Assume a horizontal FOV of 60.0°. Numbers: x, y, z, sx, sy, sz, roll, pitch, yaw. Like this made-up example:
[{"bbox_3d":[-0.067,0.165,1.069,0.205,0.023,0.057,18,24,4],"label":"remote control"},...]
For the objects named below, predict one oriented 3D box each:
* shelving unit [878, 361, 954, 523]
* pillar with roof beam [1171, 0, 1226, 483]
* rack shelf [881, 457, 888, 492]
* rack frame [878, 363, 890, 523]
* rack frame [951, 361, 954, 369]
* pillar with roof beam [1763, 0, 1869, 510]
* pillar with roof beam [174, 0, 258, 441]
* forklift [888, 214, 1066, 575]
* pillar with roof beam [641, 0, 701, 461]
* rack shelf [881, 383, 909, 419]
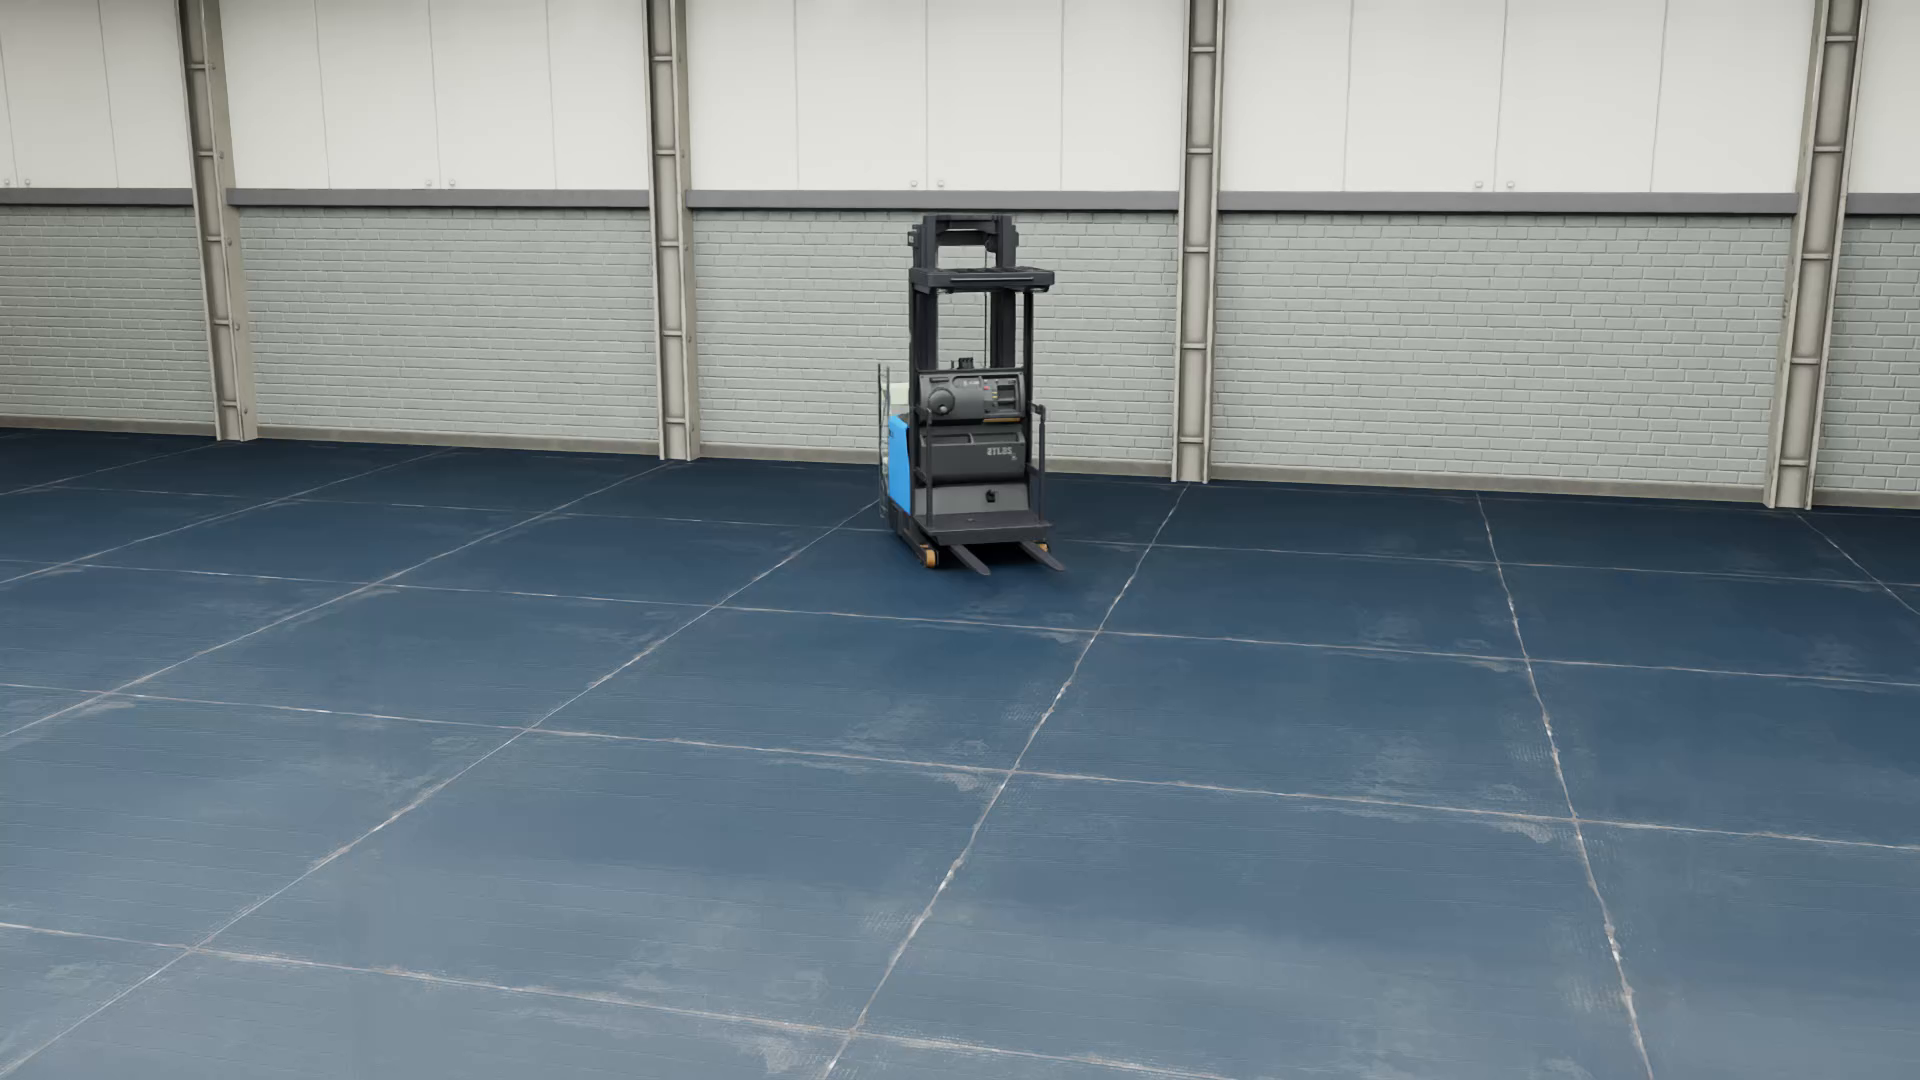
[{"bbox_3d":[-0.373,-0.953,16.059,0.755,1.500,0.431,-4,12,-16],"label":"shelving unit"},{"bbox_3d":[1.496,-4.144,13.153,0.400,9.000,9.100,3,13,14],"label":"pillar with roof beam"},{"bbox_3d":[-0.371,-0.633,16.123,0.720,0.370,0.431,-4,12,-16],"label":"rack shelf"},{"bbox_3d":[-0.725,-0.932,15.962,0.023,1.500,0.400,-4,12,-16],"label":"rack frame"},{"bbox_3d":[-0.021,-0.975,16.157,0.023,1.500,0.400,-4,12,-16],"label":"rack frame"},{"bbox_3d":[7.321,-3.833,11.749,0.400,9.000,9.100,3,13,14],"label":"pillar with roof beam"},{"bbox_3d":[-10.155,-4.767,15.959,0.400,9.000,9.100,3,13,14],"label":"pillar with roof beam"},{"bbox_3d":[0.158,-1.278,14.242,1.130,2.935,3.031,-3,13,-13],"label":"forklift"},{"bbox_3d":[-4.330,-4.455,14.556,0.400,9.000,9.100,3,13,14],"label":"pillar with roof beam"},{"bbox_3d":[-0.375,-1.336,15.983,0.720,0.370,0.431,-4,12,-16],"label":"rack shelf"}]
